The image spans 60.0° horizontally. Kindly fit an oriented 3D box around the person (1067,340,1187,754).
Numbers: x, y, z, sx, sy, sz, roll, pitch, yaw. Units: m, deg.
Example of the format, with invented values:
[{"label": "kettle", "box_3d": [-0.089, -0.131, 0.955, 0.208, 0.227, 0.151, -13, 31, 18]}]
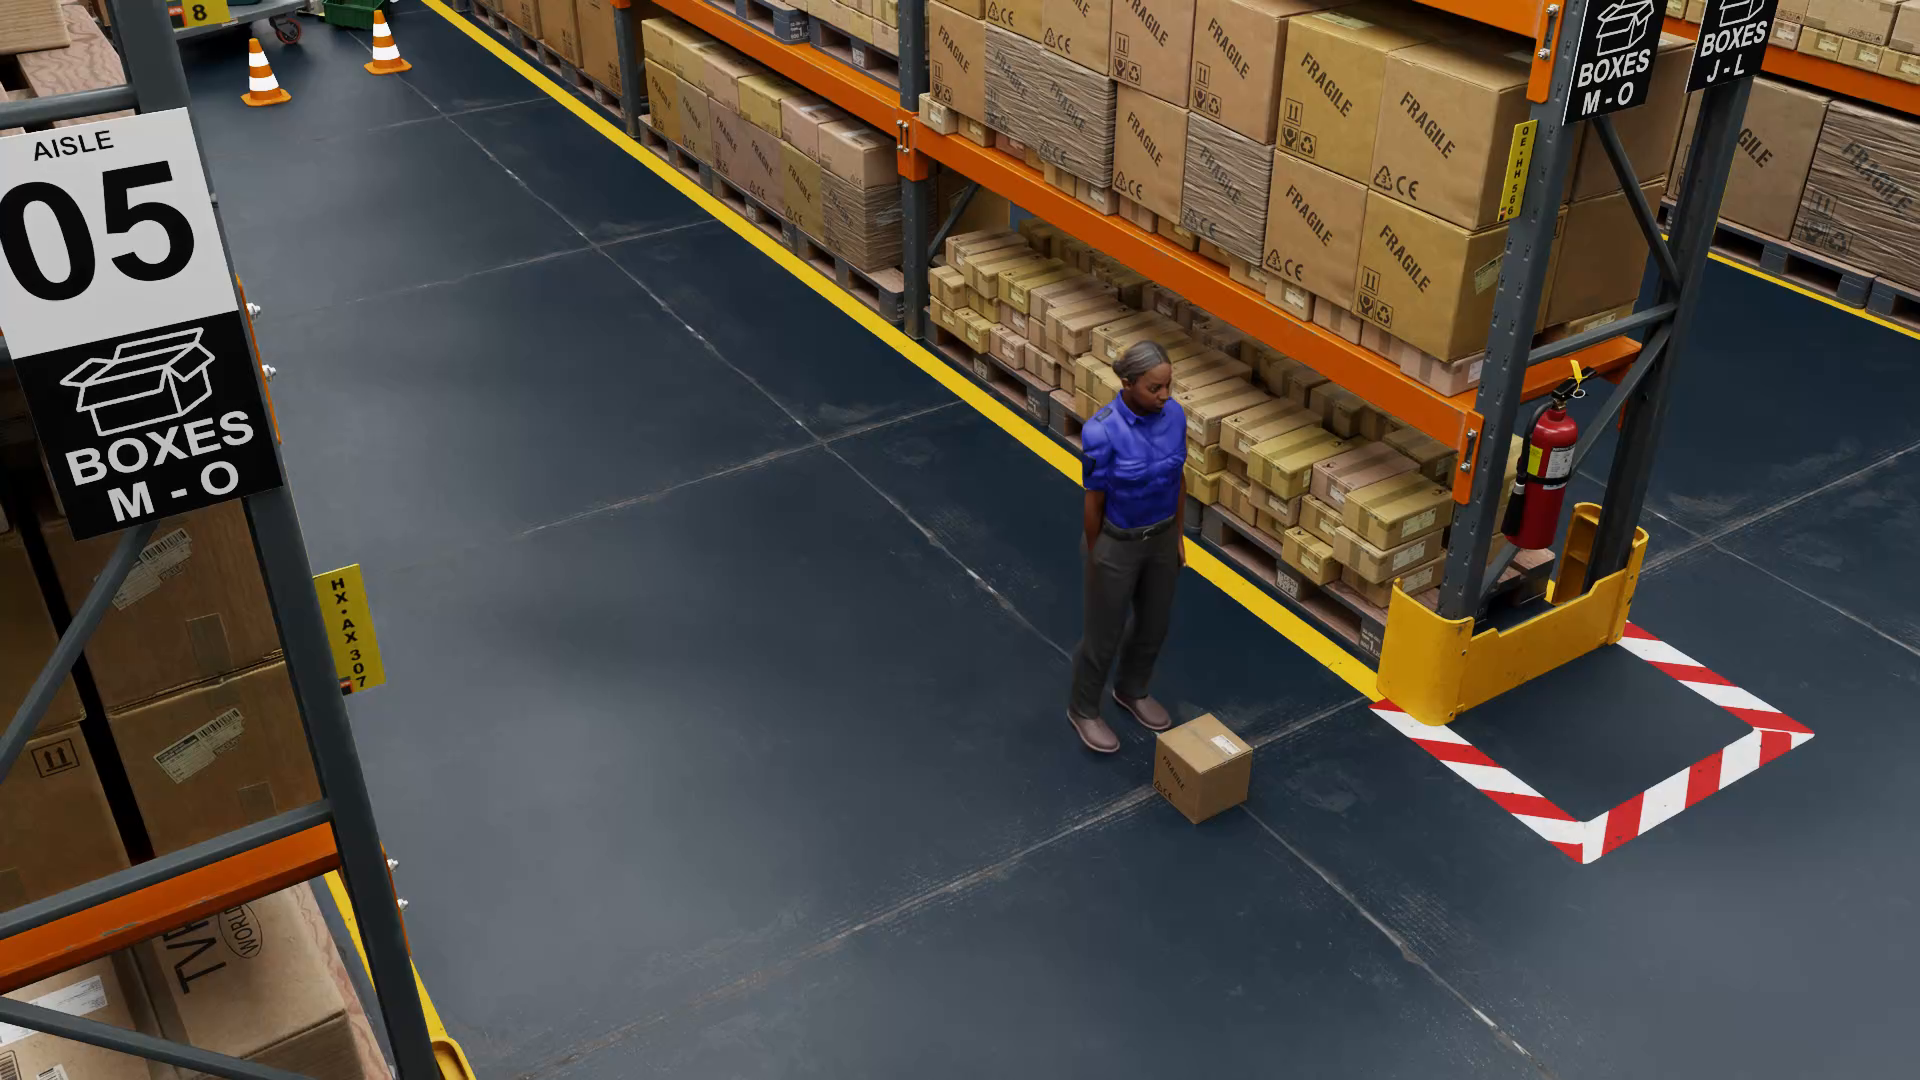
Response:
[{"label": "person", "box_3d": [0.641, 0.022, 6.114, 0.438, 1.658, 0.300, -18, 37, -26]}]
